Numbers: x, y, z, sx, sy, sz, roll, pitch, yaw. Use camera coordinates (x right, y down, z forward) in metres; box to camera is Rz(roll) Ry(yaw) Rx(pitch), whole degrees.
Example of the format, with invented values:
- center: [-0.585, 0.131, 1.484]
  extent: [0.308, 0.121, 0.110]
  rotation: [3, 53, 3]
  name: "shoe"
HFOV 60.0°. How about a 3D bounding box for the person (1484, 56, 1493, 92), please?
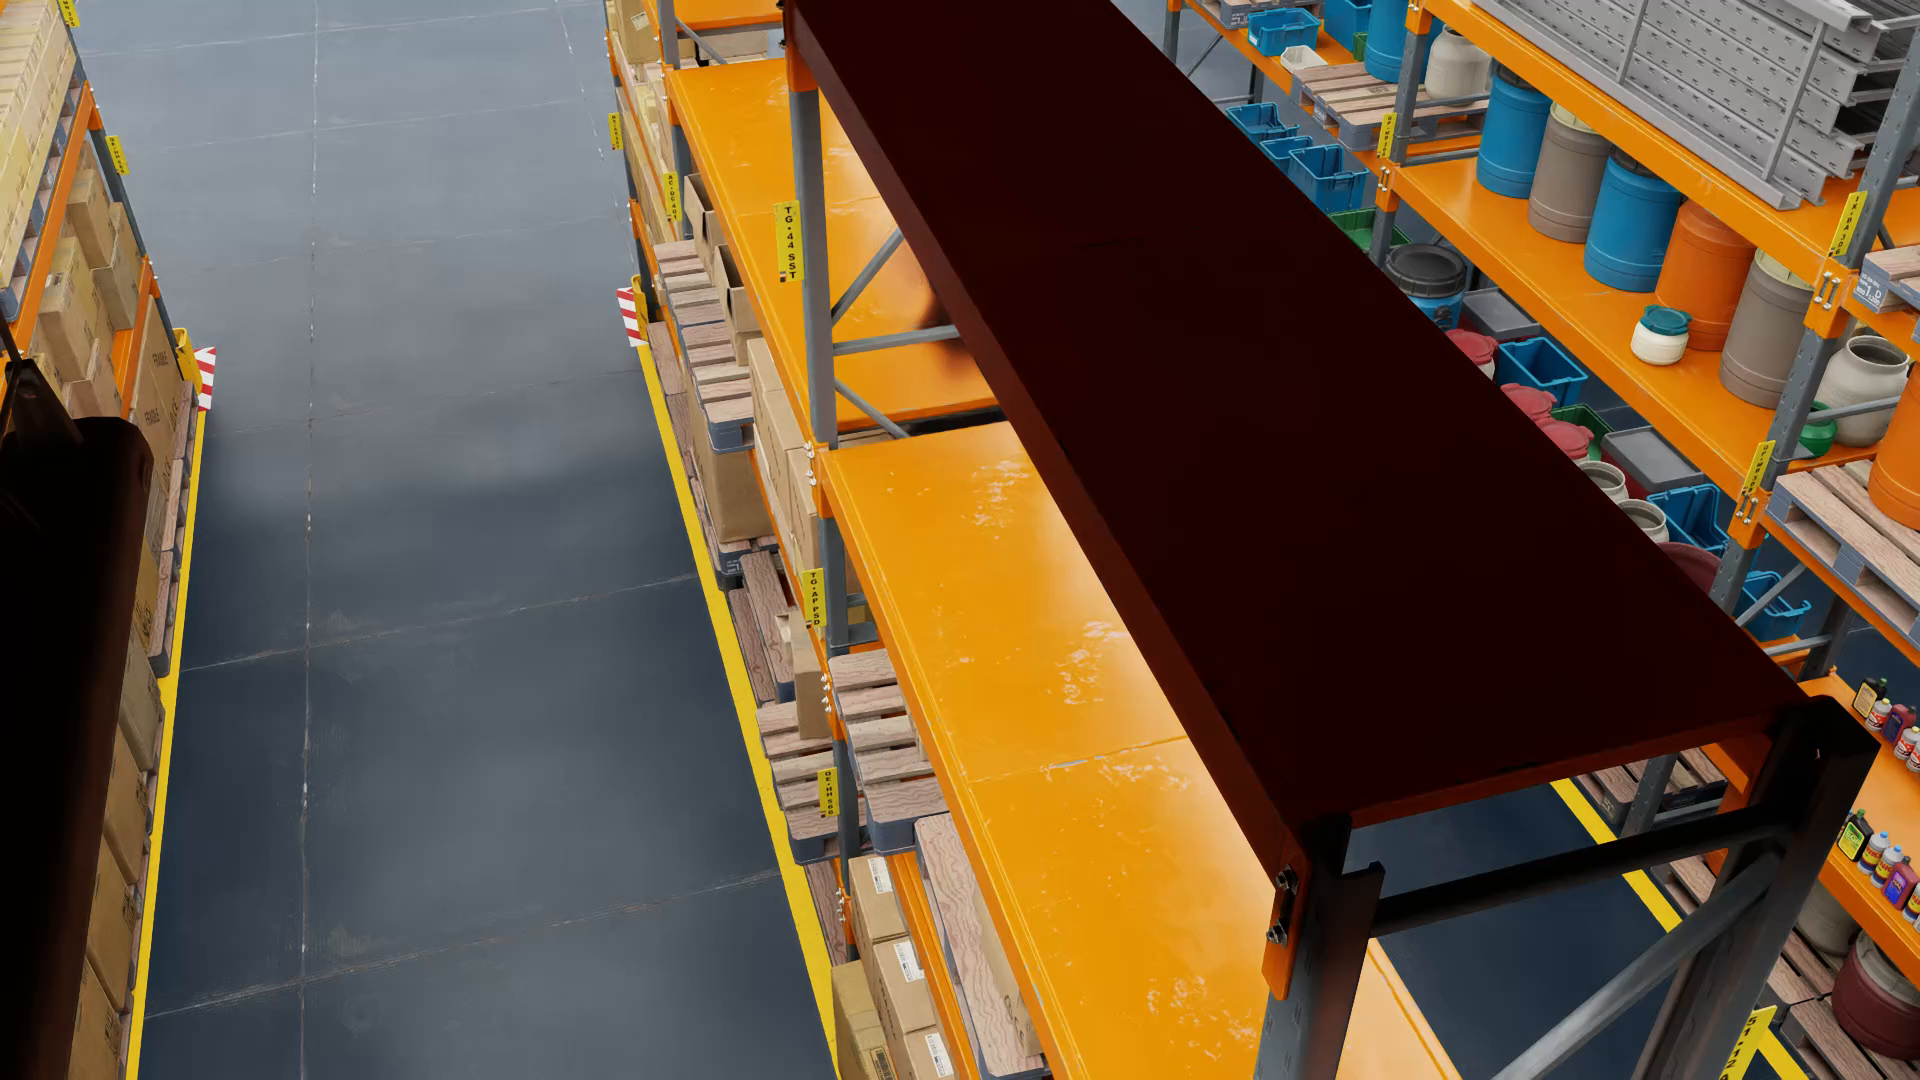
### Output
- center: [5.647, -5.399, 18.218]
  extent: [0.948, 1.827, 0.656]
  rotation: [8, 39, 9]
  name: "person"
